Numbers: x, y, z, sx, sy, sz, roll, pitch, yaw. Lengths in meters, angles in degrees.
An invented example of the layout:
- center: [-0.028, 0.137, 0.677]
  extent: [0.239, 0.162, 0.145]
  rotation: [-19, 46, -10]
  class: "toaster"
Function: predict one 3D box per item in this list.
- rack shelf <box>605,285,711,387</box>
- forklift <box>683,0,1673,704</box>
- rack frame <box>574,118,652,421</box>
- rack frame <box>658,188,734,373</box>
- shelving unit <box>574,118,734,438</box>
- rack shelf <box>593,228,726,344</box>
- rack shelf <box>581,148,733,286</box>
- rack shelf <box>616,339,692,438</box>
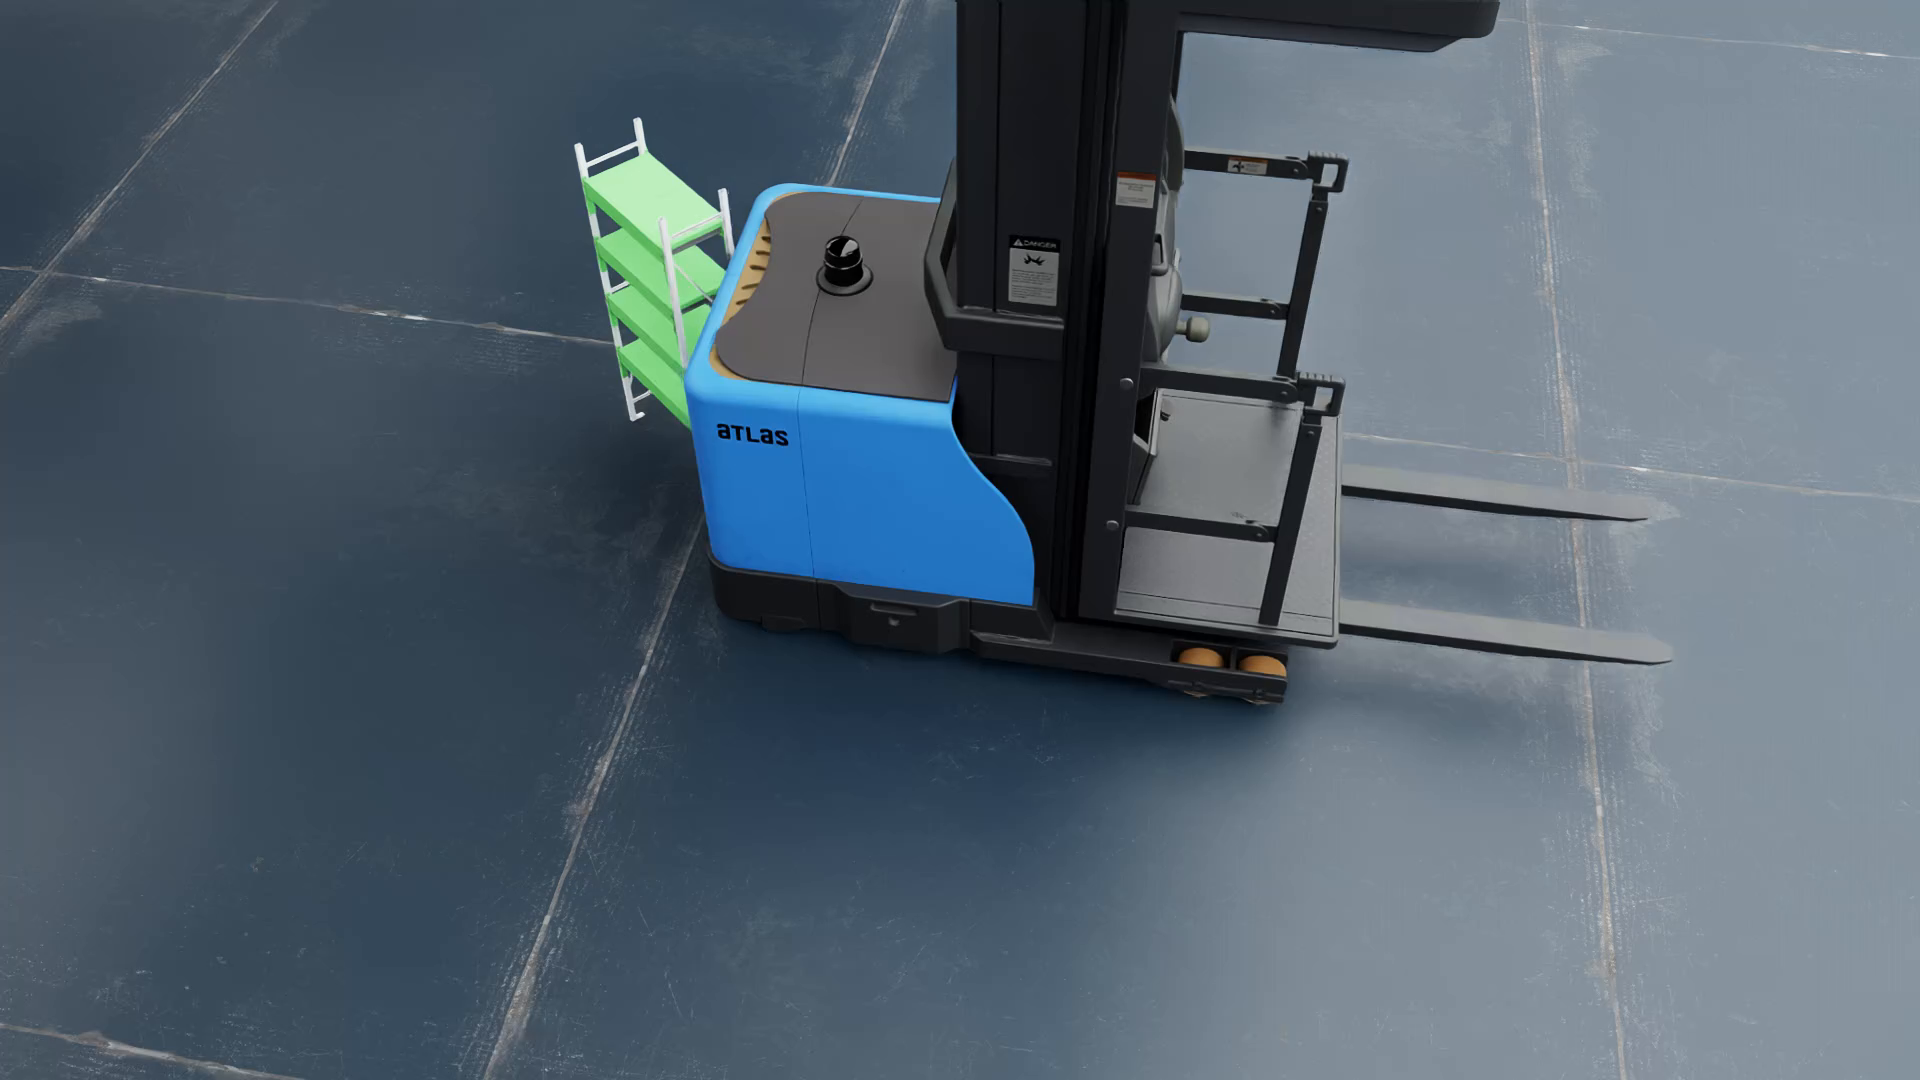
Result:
- center: [-0.968, -0.717, 5.673]
  extent: [0.258, 0.148, 0.480]
  rotation: [-31, 55, -25]
  class: "rack shelf"
- center: [0.755, -0.887, 4.577]
  extent: [3.031, 2.935, 1.130]
  rotation: [7, 48, 6]
  class: "forklift"
- center: [-1.123, -0.900, 5.752]
  extent: [0.240, 1.200, 0.015]
  rotation: [-31, 55, -25]
  class: "rack frame"
- center: [-0.813, -0.619, 5.500]
  extent: [0.240, 1.200, 0.015]
  rotation: [-31, 55, -25]
  class: "rack frame"
- center: [-0.968, -0.759, 5.626]
  extent: [0.258, 1.200, 0.503]
  rotation: [-31, 55, -25]
  class: "shelving unit"
- center: [-0.968, -0.877, 5.495]
  extent: [0.258, 0.148, 0.480]
  rotation: [-31, 55, -25]
  class: "rack shelf"
- center: [-0.968, -1.037, 5.316]
  extent: [0.258, 0.148, 0.480]
  rotation: [-31, 55, -25]
  class: "rack shelf"
- center: [-0.968, -0.556, 5.852]
  extent: [0.258, 0.148, 0.480]
  rotation: [-31, 55, -25]
  class: "rack shelf"
